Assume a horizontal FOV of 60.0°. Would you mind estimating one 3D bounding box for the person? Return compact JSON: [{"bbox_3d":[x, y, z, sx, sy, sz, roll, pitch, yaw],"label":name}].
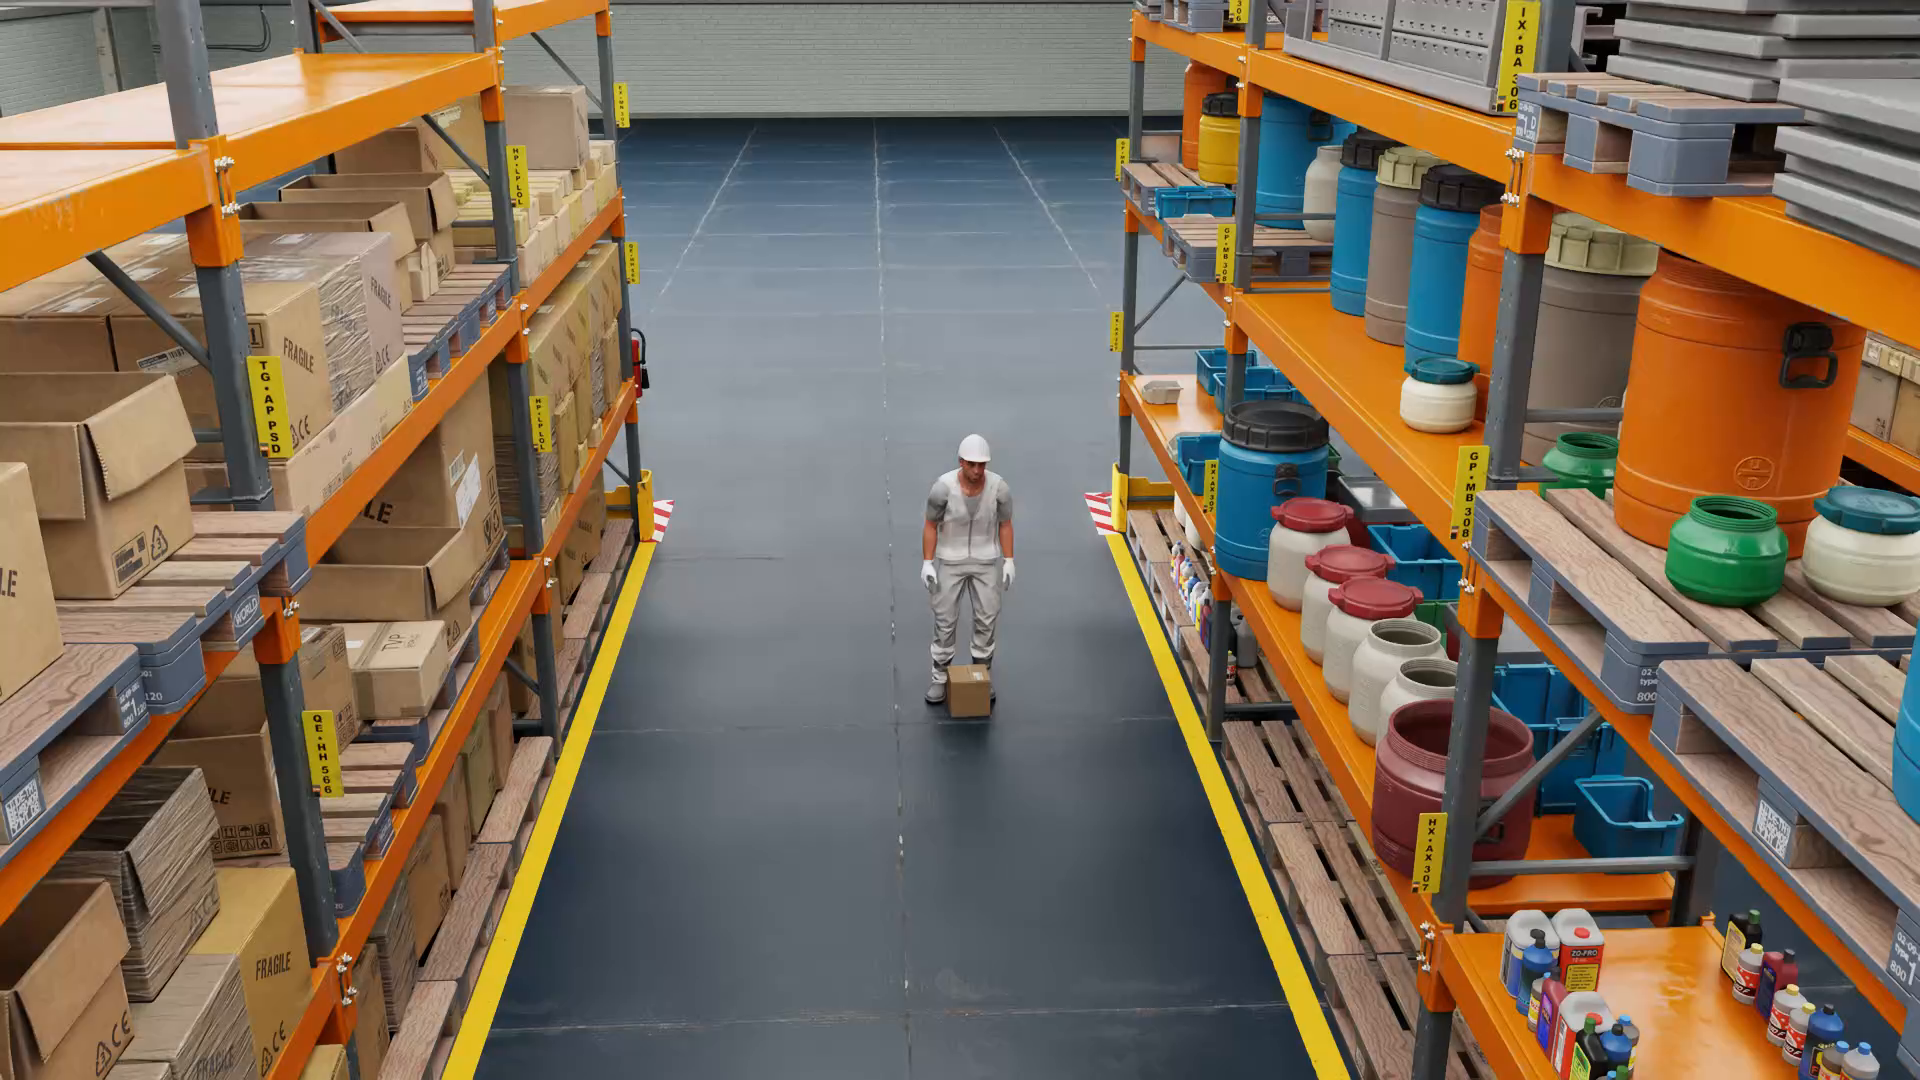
[{"bbox_3d":[0.055,0.171,10.591,0.616,1.778,0.453,-2,20,-6],"label":"person"}]
